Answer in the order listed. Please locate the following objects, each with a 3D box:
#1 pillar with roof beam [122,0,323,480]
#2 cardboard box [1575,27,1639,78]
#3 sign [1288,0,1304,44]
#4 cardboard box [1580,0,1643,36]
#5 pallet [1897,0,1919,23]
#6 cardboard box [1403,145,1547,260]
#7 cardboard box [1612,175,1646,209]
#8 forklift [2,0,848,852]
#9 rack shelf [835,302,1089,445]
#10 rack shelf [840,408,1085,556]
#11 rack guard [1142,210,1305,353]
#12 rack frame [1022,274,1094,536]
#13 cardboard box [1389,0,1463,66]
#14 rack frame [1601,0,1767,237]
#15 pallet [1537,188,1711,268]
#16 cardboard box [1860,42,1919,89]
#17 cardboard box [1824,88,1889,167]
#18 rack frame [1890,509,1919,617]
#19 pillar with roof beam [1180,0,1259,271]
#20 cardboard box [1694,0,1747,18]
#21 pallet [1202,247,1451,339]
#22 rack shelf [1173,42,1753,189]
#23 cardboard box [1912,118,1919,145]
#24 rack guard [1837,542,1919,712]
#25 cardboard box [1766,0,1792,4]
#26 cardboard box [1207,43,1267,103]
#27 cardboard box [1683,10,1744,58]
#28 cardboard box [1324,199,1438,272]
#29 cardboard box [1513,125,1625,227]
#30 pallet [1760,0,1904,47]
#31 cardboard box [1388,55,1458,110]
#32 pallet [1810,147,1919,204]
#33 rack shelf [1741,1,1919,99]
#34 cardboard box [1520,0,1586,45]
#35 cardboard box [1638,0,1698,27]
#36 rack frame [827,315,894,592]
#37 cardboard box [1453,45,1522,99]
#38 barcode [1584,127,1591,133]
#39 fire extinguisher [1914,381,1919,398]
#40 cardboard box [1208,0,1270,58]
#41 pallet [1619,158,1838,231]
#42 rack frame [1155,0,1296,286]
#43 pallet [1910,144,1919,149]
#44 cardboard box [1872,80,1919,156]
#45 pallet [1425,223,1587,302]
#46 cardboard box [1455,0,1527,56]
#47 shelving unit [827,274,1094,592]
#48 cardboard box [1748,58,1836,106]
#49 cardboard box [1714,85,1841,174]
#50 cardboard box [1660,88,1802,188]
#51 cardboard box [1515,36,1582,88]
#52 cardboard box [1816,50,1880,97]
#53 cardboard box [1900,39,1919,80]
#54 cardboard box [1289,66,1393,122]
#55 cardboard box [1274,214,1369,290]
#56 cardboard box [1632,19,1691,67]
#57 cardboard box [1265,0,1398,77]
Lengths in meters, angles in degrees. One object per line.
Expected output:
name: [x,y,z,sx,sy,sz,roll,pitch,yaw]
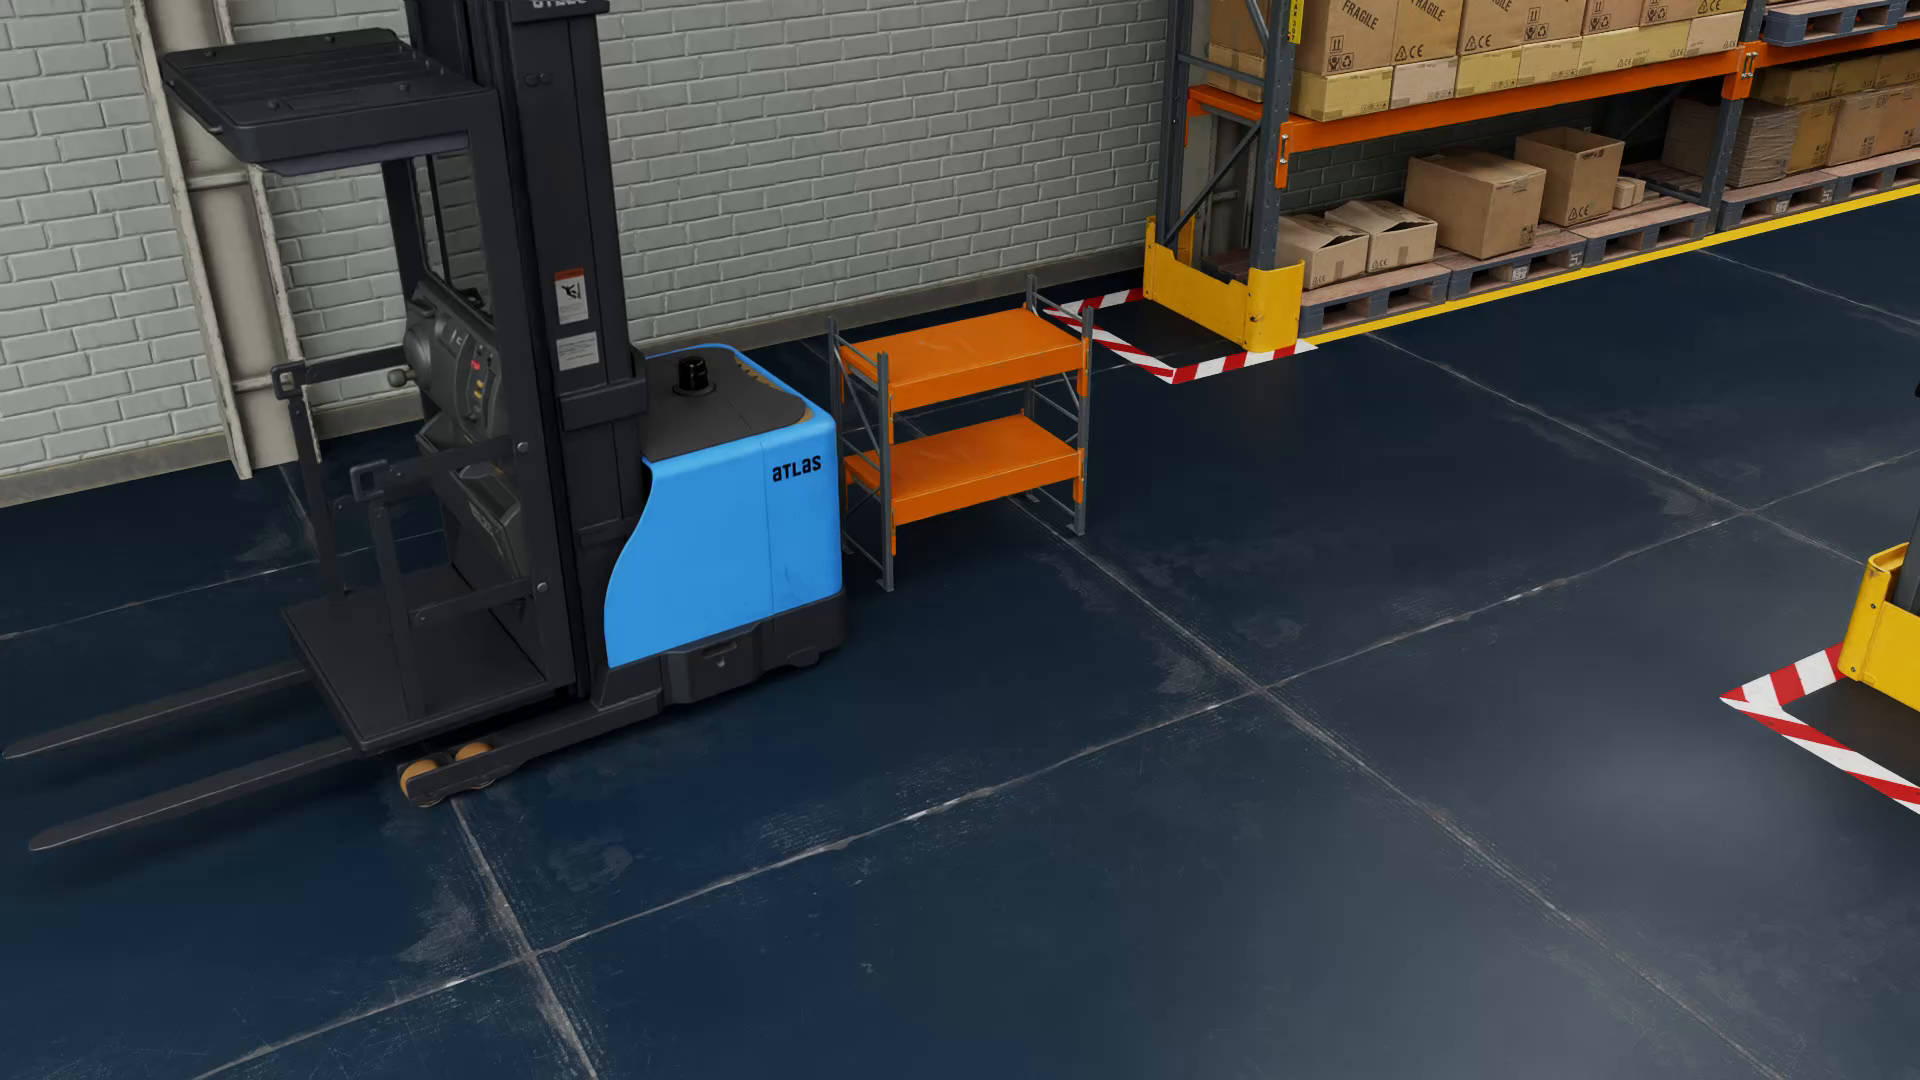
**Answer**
pillar with roof beam: [-1.313,-2.558,3.072,0.400,9.000,9.100,-16,33,-26]
cardboard box: [3.848,-3.094,10.387,0.500,0.250,0.500,-16,33,-27]
sign: [1.789,-2.815,8.851,0.005,0.325,0.100,-16,33,-26]
cardboard box: [3.845,-3.425,10.210,0.500,0.500,0.500,-17,33,-28]
pallet: [6.726,-4.035,12.155,1.213,0.211,1.003,-16,33,-26]
cardboard box: [3.306,-2.191,10.747,0.500,0.500,0.700,-18,34,-29]
cardboard box: [4.517,-2.450,11.562,0.250,0.166,0.380,-21,35,-33]
forklift: [-1.972,-0.611,5.823,3.031,2.935,1.130,-18,34,-29]
rack shelf: [0.006,-0.750,7.340,1.000,0.278,0.538,-16,33,-26]
rack shelf: [0.006,-0.280,7.599,1.000,0.278,0.538,-16,33,-26]
rack guard: [1.580,-1.586,10.107,0.348,0.500,1.175,-16,33,-26]
rack frame: [0.444,-0.619,7.707,0.032,1.125,0.500,-16,33,-26]
cardboard box: [2.509,-3.042,9.516,0.500,0.500,0.500,-16,33,-26]
rack frame: [4.963,-3.641,11.244,0.127,3.000,1.000,-16,33,-26]
pallet: [4.402,-2.241,11.593,1.213,0.211,1.003,-16,33,-26]
cardboard box: [6.853,-3.608,12.538,0.500,0.250,0.500,-16,33,-27]
cardboard box: [6.470,-3.182,12.543,0.500,0.500,0.700,-15,32,-26]
rack frame: [4.027,-0.599,5.732,0.127,3.000,1.000,-16,33,-26]
pillar with roof beam: [3.860,-4.027,5.734,0.400,9.000,9.100,-16,33,-26]
cardboard box: [4.712,-3.668,10.651,0.500,0.500,0.500,-16,33,-26]
pallet: [2.298,-1.644,10.511,1.213,0.211,1.003,-16,33,-26]
rack shelf: [3.239,-2.837,10.530,4.000,0.370,1.077,-16,33,-26]
cardboard box: [7.314,-3.443,13.016,0.500,0.500,0.700,-16,33,-26]
rack guard: [4.006,0.501,6.325,0.348,0.500,1.175,-16,33,-26]
cardboard box: [5.419,-3.988,11.313,0.500,0.500,0.700,-16,33,-26]
cardboard box: [1.819,-2.800,9.855,0.500,0.250,0.500,-15,32,-26]
cardboard box: [4.708,-3.342,10.836,0.500,0.250,0.500,-16,33,-26]
cardboard box: [2.648,-1.949,10.505,0.500,0.311,0.500,-13,31,-22]
cardboard box: [4.088,-2.469,11.251,0.500,0.500,0.500,-19,34,-30]
pallet: [5.696,-3.684,11.519,1.213,0.211,1.003,-16,33,-26]
cardboard box: [2.536,-2.725,9.719,0.500,0.250,0.500,-17,33,-28]
pallet: [6.686,-2.912,12.809,1.213,0.211,1.003,-16,33,-26]
rack shelf: [6.687,-3.816,12.305,4.000,0.370,1.077,-16,33,-26]
cardboard box: [3.397,-3.297,9.979,0.500,0.500,0.500,-15,32,-25]
cardboard box: [4.285,-3.544,10.425,0.500,0.500,0.500,-16,33,-27]
rack frame: [-0.432,-0.370,7.256,0.032,1.125,0.500,-16,33,-26]
cardboard box: [2.978,-2.848,9.940,0.500,0.250,0.500,-16,33,-27]
barcode: [4.376,-2.847,11.606,0.075,0.075,0.001,-16,33,-26]
fire extinguisher: [3.690,-0.730,6.049,0.183,0.674,0.296,-16,33,-26]
cardboard box: [1.813,-3.138,9.689,0.500,0.500,0.500,-16,33,-27]
pallet: [5.633,-2.612,12.264,1.213,0.211,1.003,-16,33,-26]
rack frame: [1.514,-2.662,9.469,0.127,3.000,1.000,-16,33,-26]
pallet: [7.737,-3.209,13.346,1.213,0.211,1.003,-16,33,-26]
cardboard box: [6.900,-3.310,12.774,0.500,0.500,0.700,-16,33,-27]
pallet: [3.349,-1.941,11.048,1.213,0.211,1.003,-16,33,-26]
cardboard box: [2.958,-3.166,9.741,0.500,0.500,0.500,-17,33,-28]
shelving unit: [0.006,-0.494,7.481,1.048,1.125,0.538,-16,33,-26]
cardboard box: [5.967,-3.364,12.097,0.500,0.250,0.500,-17,33,-27]
cardboard box: [6.009,-3.074,12.347,0.500,0.500,0.700,-17,33,-27]
cardboard box: [5.589,-2.927,12.080,0.500,0.500,0.700,-15,32,-25]
cardboard box: [3.415,-2.971,10.163,0.500,0.250,0.500,-16,32,-26]
cardboard box: [6.414,-3.493,12.331,0.500,0.250,0.500,-17,33,-28]
cardboard box: [7.294,-3.736,12.770,0.500,0.250,0.500,-15,32,-25]
cardboard box: [2.096,-2.592,9.478,0.500,0.250,0.500,-17,33,-28]
cardboard box: [2.156,-1.809,10.252,0.500,0.311,0.500,-20,35,-32]
cardboard box: [4.274,-3.224,10.621,0.500,0.250,0.500,-16,33,-26]
cardboard box: [2.078,-2.925,9.305,0.500,0.500,0.500,-16,33,-26]
